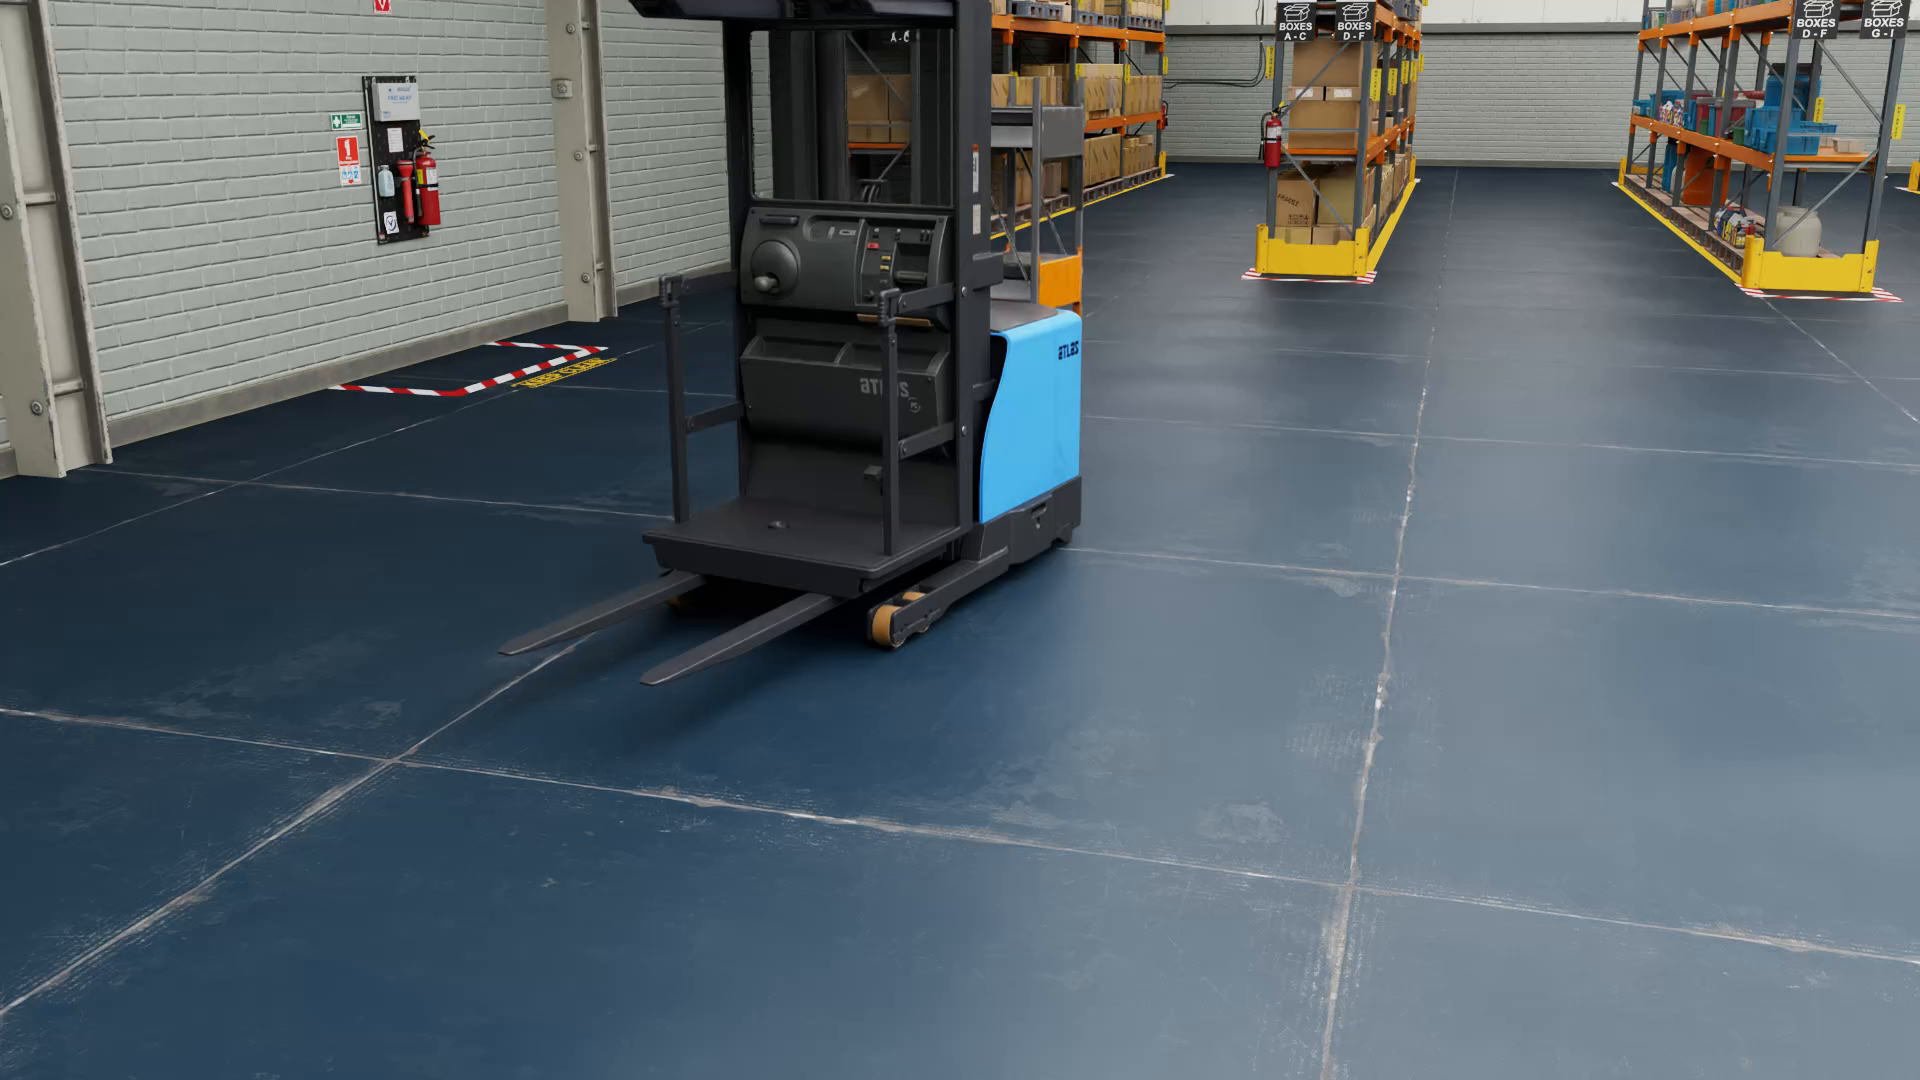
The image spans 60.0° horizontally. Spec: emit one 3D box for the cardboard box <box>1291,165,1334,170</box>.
[{"bbox_3d":[4.384,-4.408,20.768,0.500,0.500,0.500,5,16,16],"label":"cardboard box"}]

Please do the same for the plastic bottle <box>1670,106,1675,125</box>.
[{"bbox_3d":[10.957,-6.523,25.543,0.061,0.283,0.133,5,16,16],"label":"plastic bottle"}]

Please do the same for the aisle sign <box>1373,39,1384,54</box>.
[{"bbox_3d":[8.099,-9.827,32.215,0.394,0.787,0.004,5,16,16],"label":"aisle sign"}]

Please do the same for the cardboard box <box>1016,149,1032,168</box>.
[{"bbox_3d":[0.819,-5.724,24.914,0.500,0.250,0.500,5,16,16],"label":"cardboard box"}]

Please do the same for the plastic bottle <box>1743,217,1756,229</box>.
[{"bbox_3d":[9.046,-3.568,19.097,0.152,0.276,0.135,5,16,16],"label":"plastic bottle"}]

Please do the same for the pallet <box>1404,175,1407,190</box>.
[{"bbox_3d":[7.765,-6.648,30.880,1.003,0.211,1.213,5,16,16],"label":"pallet"}]

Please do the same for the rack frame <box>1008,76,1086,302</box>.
[{"bbox_3d":[0.417,-1.216,8.269,0.400,2.100,0.015,8,18,27],"label":"rack frame"}]

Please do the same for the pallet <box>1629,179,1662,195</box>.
[{"bbox_3d":[12.489,-6.278,29.578,1.003,0.211,1.213,5,16,16],"label":"pallet"}]

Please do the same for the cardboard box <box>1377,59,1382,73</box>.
[{"bbox_3d":[7.120,-8.171,29.124,0.500,0.500,0.500,5,17,16],"label":"cardboard box"}]

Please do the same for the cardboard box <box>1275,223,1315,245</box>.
[{"bbox_3d":[3.683,-3.392,18.562,0.500,0.250,0.500,5,16,16],"label":"cardboard box"}]

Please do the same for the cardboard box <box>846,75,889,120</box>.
[{"bbox_3d":[-1.006,-5.171,19.428,0.500,0.500,0.500,4,16,15],"label":"cardboard box"}]

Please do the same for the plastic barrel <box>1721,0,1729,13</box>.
[{"bbox_3d":[9.821,-7.017,20.654,0.600,0.901,0.600,0,16,0],"label":"plastic barrel"}]

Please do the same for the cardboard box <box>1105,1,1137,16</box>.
[{"bbox_3d":[2.923,-9.654,30.194,0.500,0.250,0.500,5,16,16],"label":"cardboard box"}]

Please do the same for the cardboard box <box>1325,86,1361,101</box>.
[{"bbox_3d":[4.132,-4.796,17.869,0.380,0.149,0.250,5,16,15],"label":"cardboard box"}]

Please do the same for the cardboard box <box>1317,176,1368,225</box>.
[{"bbox_3d":[4.320,-3.844,18.780,0.500,0.500,0.500,5,16,16],"label":"cardboard box"}]

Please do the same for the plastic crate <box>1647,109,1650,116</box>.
[{"bbox_3d":[12.033,-7.315,28.515,0.437,0.125,0.590,5,16,16],"label":"plastic crate"}]

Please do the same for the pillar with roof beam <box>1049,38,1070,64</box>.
[{"bbox_3d":[5.971,-10.675,28.975,9.100,9.000,0.400,5,16,16],"label":"pillar with roof beam"}]

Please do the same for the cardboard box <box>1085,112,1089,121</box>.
[{"bbox_3d":[1.889,-6.911,27.122,0.380,0.149,0.250,5,17,18],"label":"cardboard box"}]

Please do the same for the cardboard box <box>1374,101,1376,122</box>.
[{"bbox_3d":[5.477,-5.913,22.996,0.500,0.500,0.500,5,16,16],"label":"cardboard box"}]

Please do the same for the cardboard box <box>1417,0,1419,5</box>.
[{"bbox_3d":[7.894,-9.470,29.580,0.500,0.250,0.500,5,16,16],"label":"cardboard box"}]

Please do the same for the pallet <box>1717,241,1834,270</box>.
[{"bbox_3d":[9.123,-3.177,18.644,1.003,0.211,1.213,5,16,16],"label":"pallet"}]

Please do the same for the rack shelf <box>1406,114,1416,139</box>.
[{"bbox_3d":[7.793,-7.667,30.680,1.077,0.370,4.000,5,16,16],"label":"rack shelf"}]

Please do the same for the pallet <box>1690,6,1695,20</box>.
[{"bbox_3d":[11.147,-7.603,23.985,1.003,0.211,1.213,5,16,16],"label":"pallet"}]

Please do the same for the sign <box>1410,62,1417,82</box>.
[{"bbox_3d":[7.757,-8.004,28.431,0.100,0.325,0.005,5,16,16],"label":"sign"}]

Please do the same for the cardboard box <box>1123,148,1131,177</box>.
[{"bbox_3d":[2.785,-7.060,31.034,0.700,0.500,0.500,5,17,17],"label":"cardboard box"}]

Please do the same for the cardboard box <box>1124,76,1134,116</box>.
[{"bbox_3d":[2.644,-8.158,30.543,0.980,0.700,0.700,5,17,17],"label":"cardboard box"}]

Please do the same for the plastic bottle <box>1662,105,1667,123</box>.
[{"bbox_3d":[11.312,-6.827,26.637,0.097,0.271,0.097,0,16,0],"label":"plastic bottle"}]

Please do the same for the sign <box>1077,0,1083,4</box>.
[{"bbox_3d":[1.857,-8.475,25.768,0.100,0.325,0.005,5,16,16],"label":"sign"}]

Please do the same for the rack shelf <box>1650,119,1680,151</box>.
[{"bbox_3d":[11.404,-6.235,25.633,1.077,0.370,4.000,5,16,16],"label":"rack shelf"}]

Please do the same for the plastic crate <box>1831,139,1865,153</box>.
[{"bbox_3d":[9.125,-4.047,17.084,0.298,0.136,0.250,5,16,16],"label":"plastic crate"}]

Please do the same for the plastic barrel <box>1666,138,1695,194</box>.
[{"bbox_3d":[11.600,-5.971,26.458,0.600,0.901,0.708,5,16,16],"label":"plastic barrel"}]

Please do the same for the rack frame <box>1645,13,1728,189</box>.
[{"bbox_3d":[11.972,-7.104,27.379,1.000,3.000,0.127,5,16,16],"label":"rack frame"}]

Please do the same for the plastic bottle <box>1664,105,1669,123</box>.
[{"bbox_3d":[11.207,-6.753,26.355,0.061,0.283,0.133,5,16,16],"label":"plastic bottle"}]

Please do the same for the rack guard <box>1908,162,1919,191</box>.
[{"bbox_3d":[17.865,-6.570,30.078,1.175,0.500,0.348,5,16,16],"label":"rack guard"}]

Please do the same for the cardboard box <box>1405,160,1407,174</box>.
[{"bbox_3d":[8.144,-7.017,31.305,0.500,0.250,0.500,5,16,16],"label":"cardboard box"}]

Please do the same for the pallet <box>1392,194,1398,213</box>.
[{"bbox_3d":[6.336,-5.294,26.106,1.003,0.211,1.213,5,16,16],"label":"pallet"}]

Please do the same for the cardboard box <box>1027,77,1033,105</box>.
[{"bbox_3d":[0.700,-6.490,24.225,0.700,0.500,0.500,7,17,24],"label":"cardboard box"}]

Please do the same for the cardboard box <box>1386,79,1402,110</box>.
[{"bbox_3d":[6.601,-7.091,26.380,0.700,0.500,0.500,8,18,26],"label":"cardboard box"}]

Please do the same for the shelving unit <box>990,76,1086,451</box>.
[{"bbox_3d":[0.301,-1.158,8.062,0.431,2.100,0.503,8,18,27],"label":"shelving unit"}]

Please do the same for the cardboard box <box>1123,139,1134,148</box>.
[{"bbox_3d":[3.057,-7.447,31.211,0.380,0.149,0.250,5,17,18],"label":"cardboard box"}]

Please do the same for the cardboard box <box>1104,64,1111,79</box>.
[{"bbox_3d":[2.287,-8.026,28.489,0.500,0.250,0.500,5,17,17],"label":"cardboard box"}]

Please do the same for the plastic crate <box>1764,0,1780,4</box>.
[{"bbox_3d":[8.815,-5.922,17.745,0.392,0.384,0.575,5,16,16],"label":"plastic crate"}]

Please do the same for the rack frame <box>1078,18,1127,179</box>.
[{"bbox_3d":[2.474,-7.873,30.088,1.000,3.000,0.127,5,16,16],"label":"rack frame"}]

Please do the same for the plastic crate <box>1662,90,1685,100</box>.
[{"bbox_3d":[13.193,-8.095,30.696,0.616,0.435,0.499,5,16,16],"label":"plastic crate"}]

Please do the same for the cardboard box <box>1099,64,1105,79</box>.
[{"bbox_3d":[2.143,-7.892,28.018,0.500,0.250,0.500,4,16,15],"label":"cardboard box"}]

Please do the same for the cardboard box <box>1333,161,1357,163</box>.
[{"bbox_3d":[6.140,-6.091,26.206,0.500,0.250,0.500,5,17,18],"label":"cardboard box"}]

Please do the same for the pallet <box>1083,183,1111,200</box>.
[{"bbox_3d":[1.982,-6.003,28.607,1.003,0.211,1.213,5,16,16],"label":"pallet"}]

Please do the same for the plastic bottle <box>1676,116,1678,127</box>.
[{"bbox_3d":[10.740,-6.267,24.790,0.097,0.201,0.097,0,16,0],"label":"plastic bottle"}]

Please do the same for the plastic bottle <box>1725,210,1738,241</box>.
[{"bbox_3d":[8.897,-3.609,19.105,0.144,0.351,0.185,4,16,15],"label":"plastic bottle"}]

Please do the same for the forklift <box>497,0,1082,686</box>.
[{"bbox_3d":[-0.570,-1.136,6.462,1.130,2.935,3.031,8,18,27],"label":"forklift"}]

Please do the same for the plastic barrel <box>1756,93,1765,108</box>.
[{"bbox_3d":[10.181,-5.310,20.804,0.433,0.535,0.433,0,16,0],"label":"plastic barrel"}]

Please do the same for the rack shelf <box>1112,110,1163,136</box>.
[{"bbox_3d":[3.042,-8.050,32.031,1.077,0.370,4.000,5,16,16],"label":"rack shelf"}]
